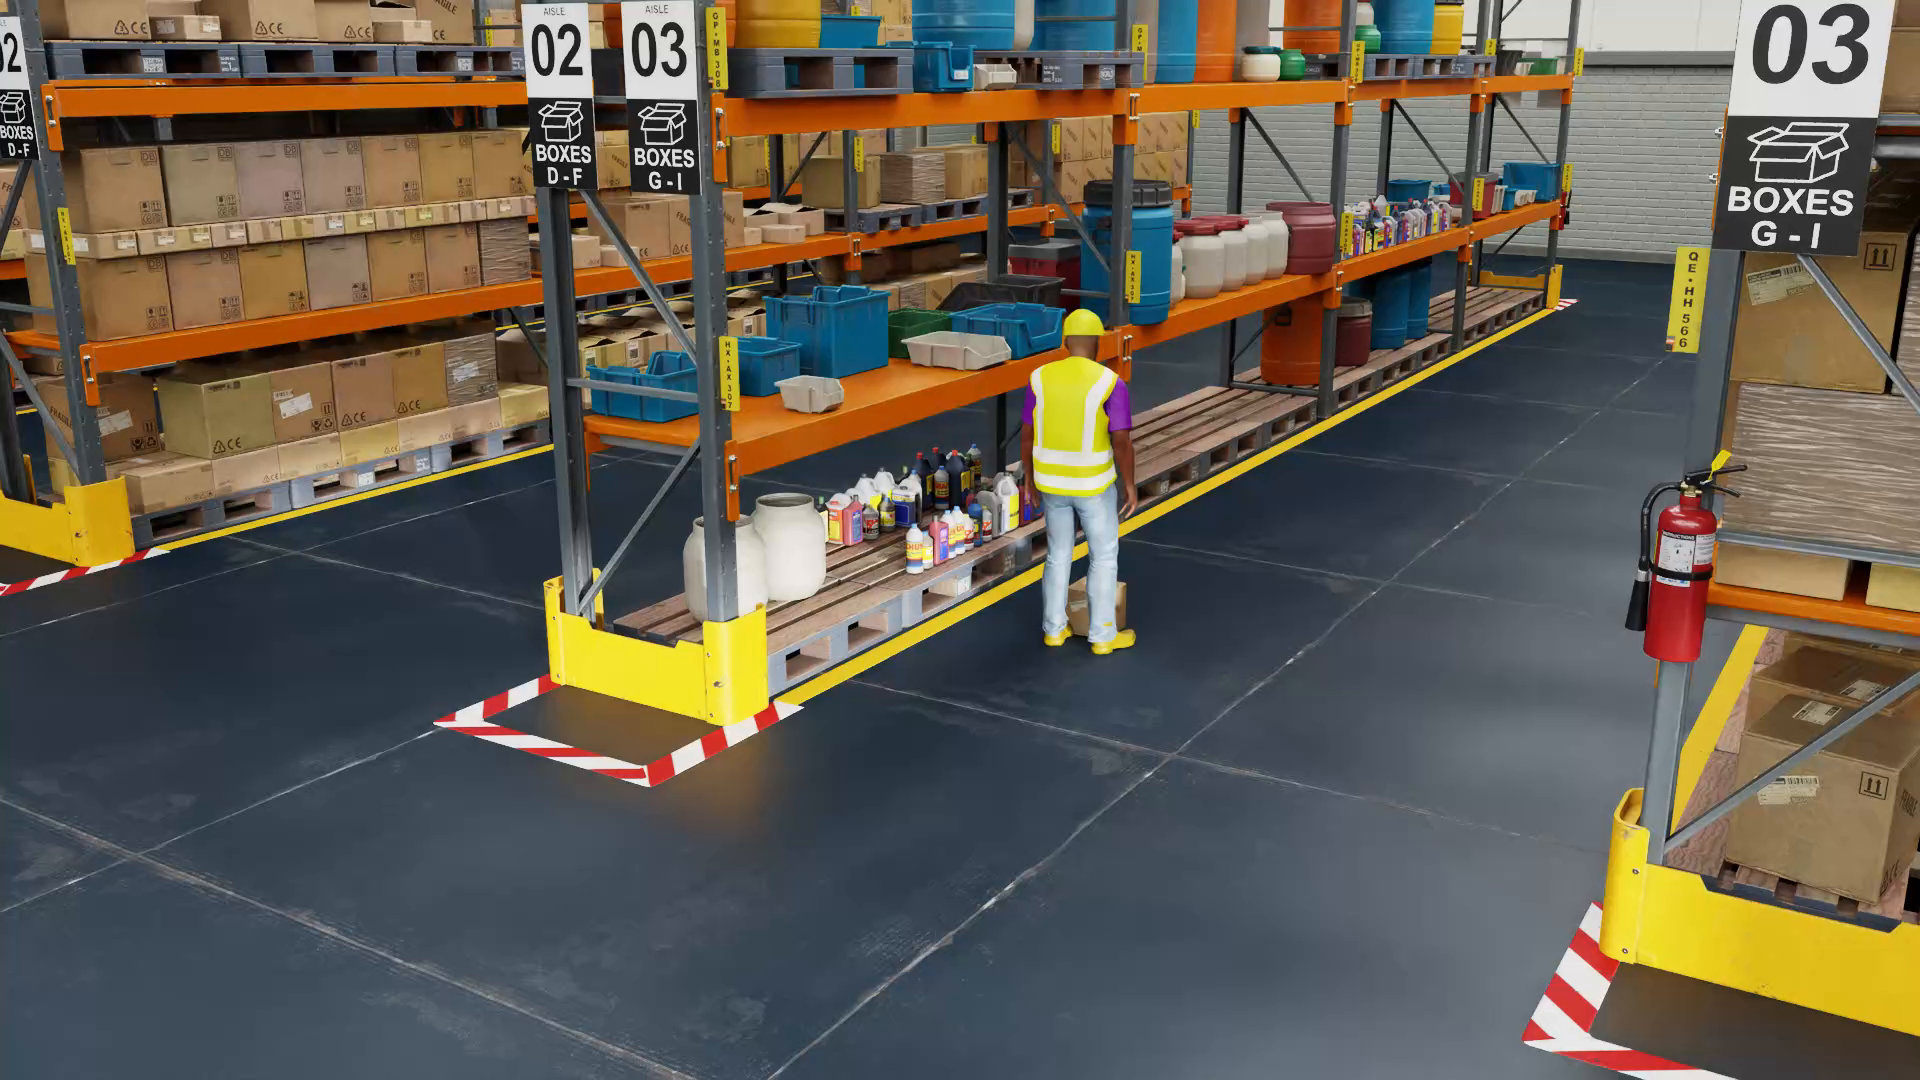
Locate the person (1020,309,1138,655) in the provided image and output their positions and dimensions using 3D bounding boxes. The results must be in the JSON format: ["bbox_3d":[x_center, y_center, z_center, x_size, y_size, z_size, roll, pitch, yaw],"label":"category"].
[{"bbox_3d":[0.616,-0.304,8.558,0.629,1.759,0.461,9,18,27],"label":"person"}]
